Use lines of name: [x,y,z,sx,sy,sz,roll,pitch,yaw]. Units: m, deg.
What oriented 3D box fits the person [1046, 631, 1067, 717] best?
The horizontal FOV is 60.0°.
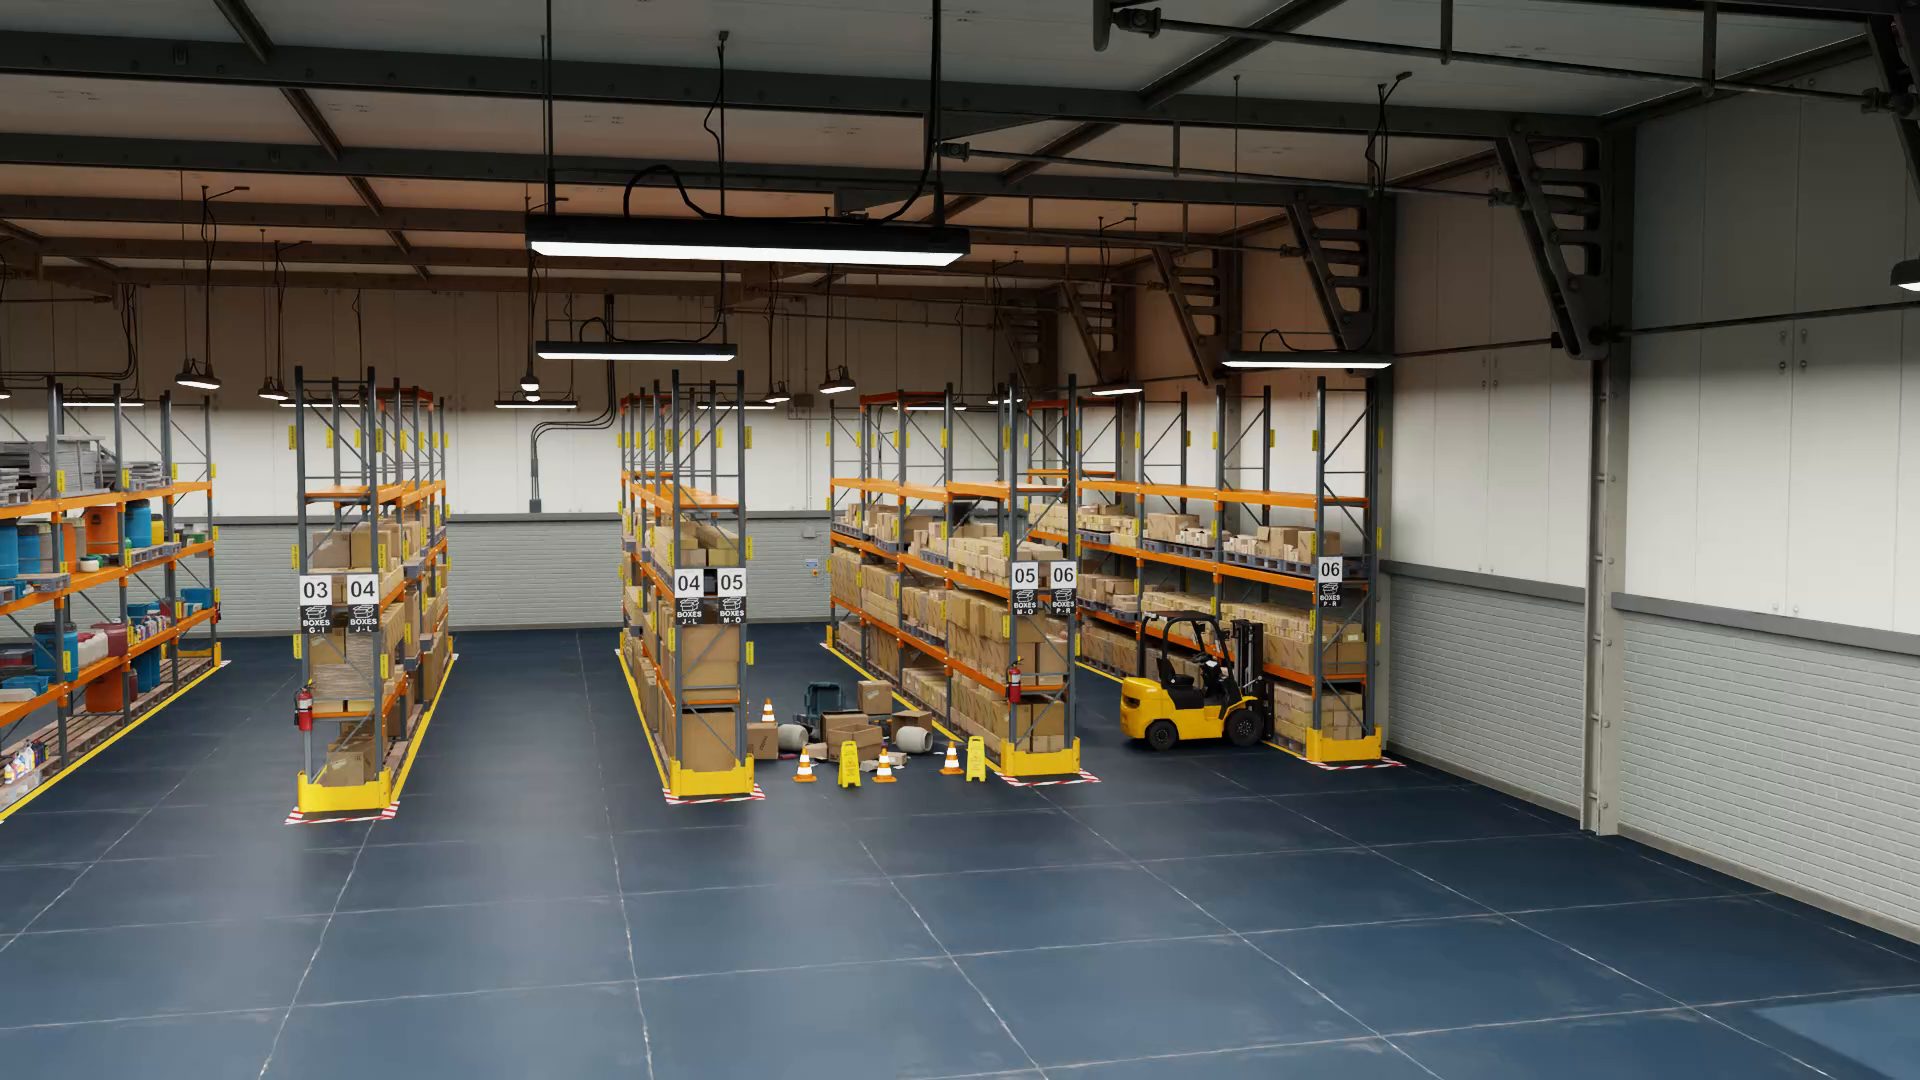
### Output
person: [1.763,2.429,29.779,0.578,1.602,0.782,-2,4,-32]
